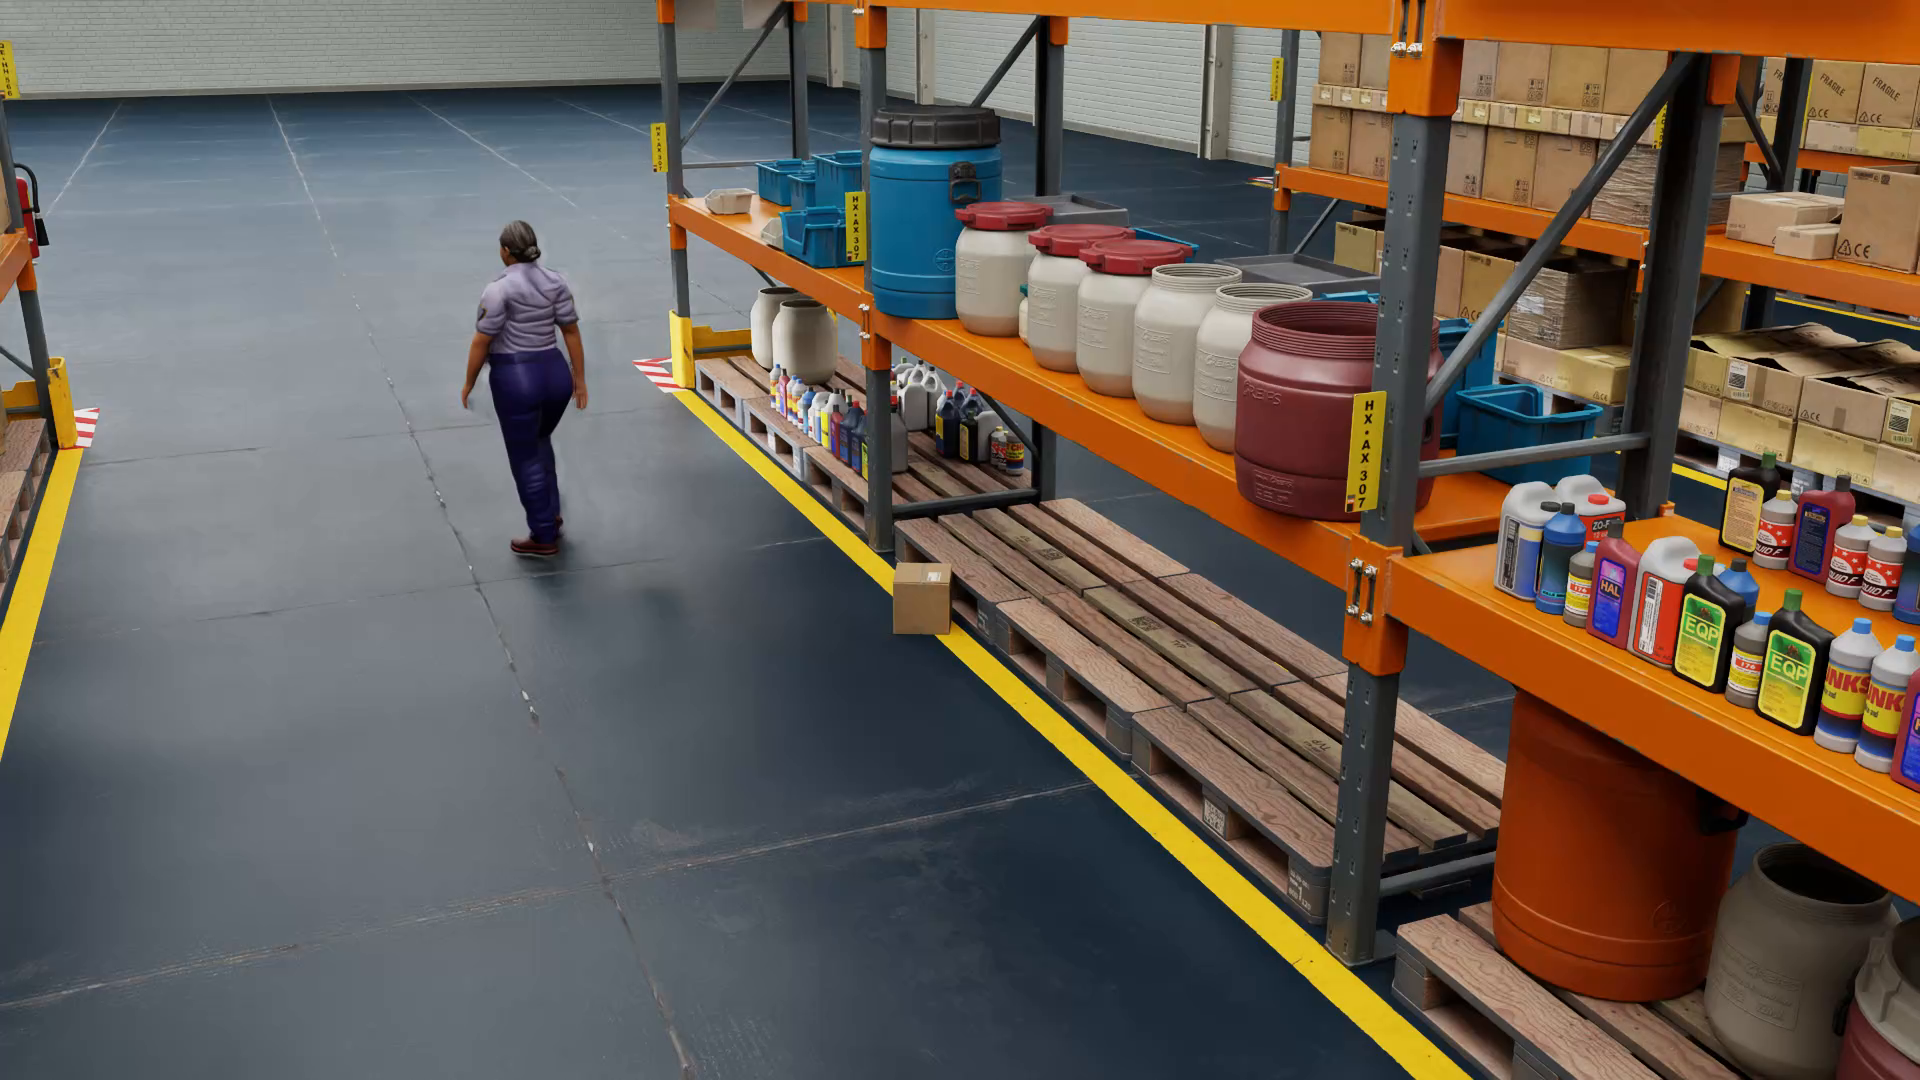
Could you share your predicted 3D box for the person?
[{"bbox_3d":[-2.138,-0.724,8.246,0.492,1.720,0.530,15,24,37],"label":"person"}]
